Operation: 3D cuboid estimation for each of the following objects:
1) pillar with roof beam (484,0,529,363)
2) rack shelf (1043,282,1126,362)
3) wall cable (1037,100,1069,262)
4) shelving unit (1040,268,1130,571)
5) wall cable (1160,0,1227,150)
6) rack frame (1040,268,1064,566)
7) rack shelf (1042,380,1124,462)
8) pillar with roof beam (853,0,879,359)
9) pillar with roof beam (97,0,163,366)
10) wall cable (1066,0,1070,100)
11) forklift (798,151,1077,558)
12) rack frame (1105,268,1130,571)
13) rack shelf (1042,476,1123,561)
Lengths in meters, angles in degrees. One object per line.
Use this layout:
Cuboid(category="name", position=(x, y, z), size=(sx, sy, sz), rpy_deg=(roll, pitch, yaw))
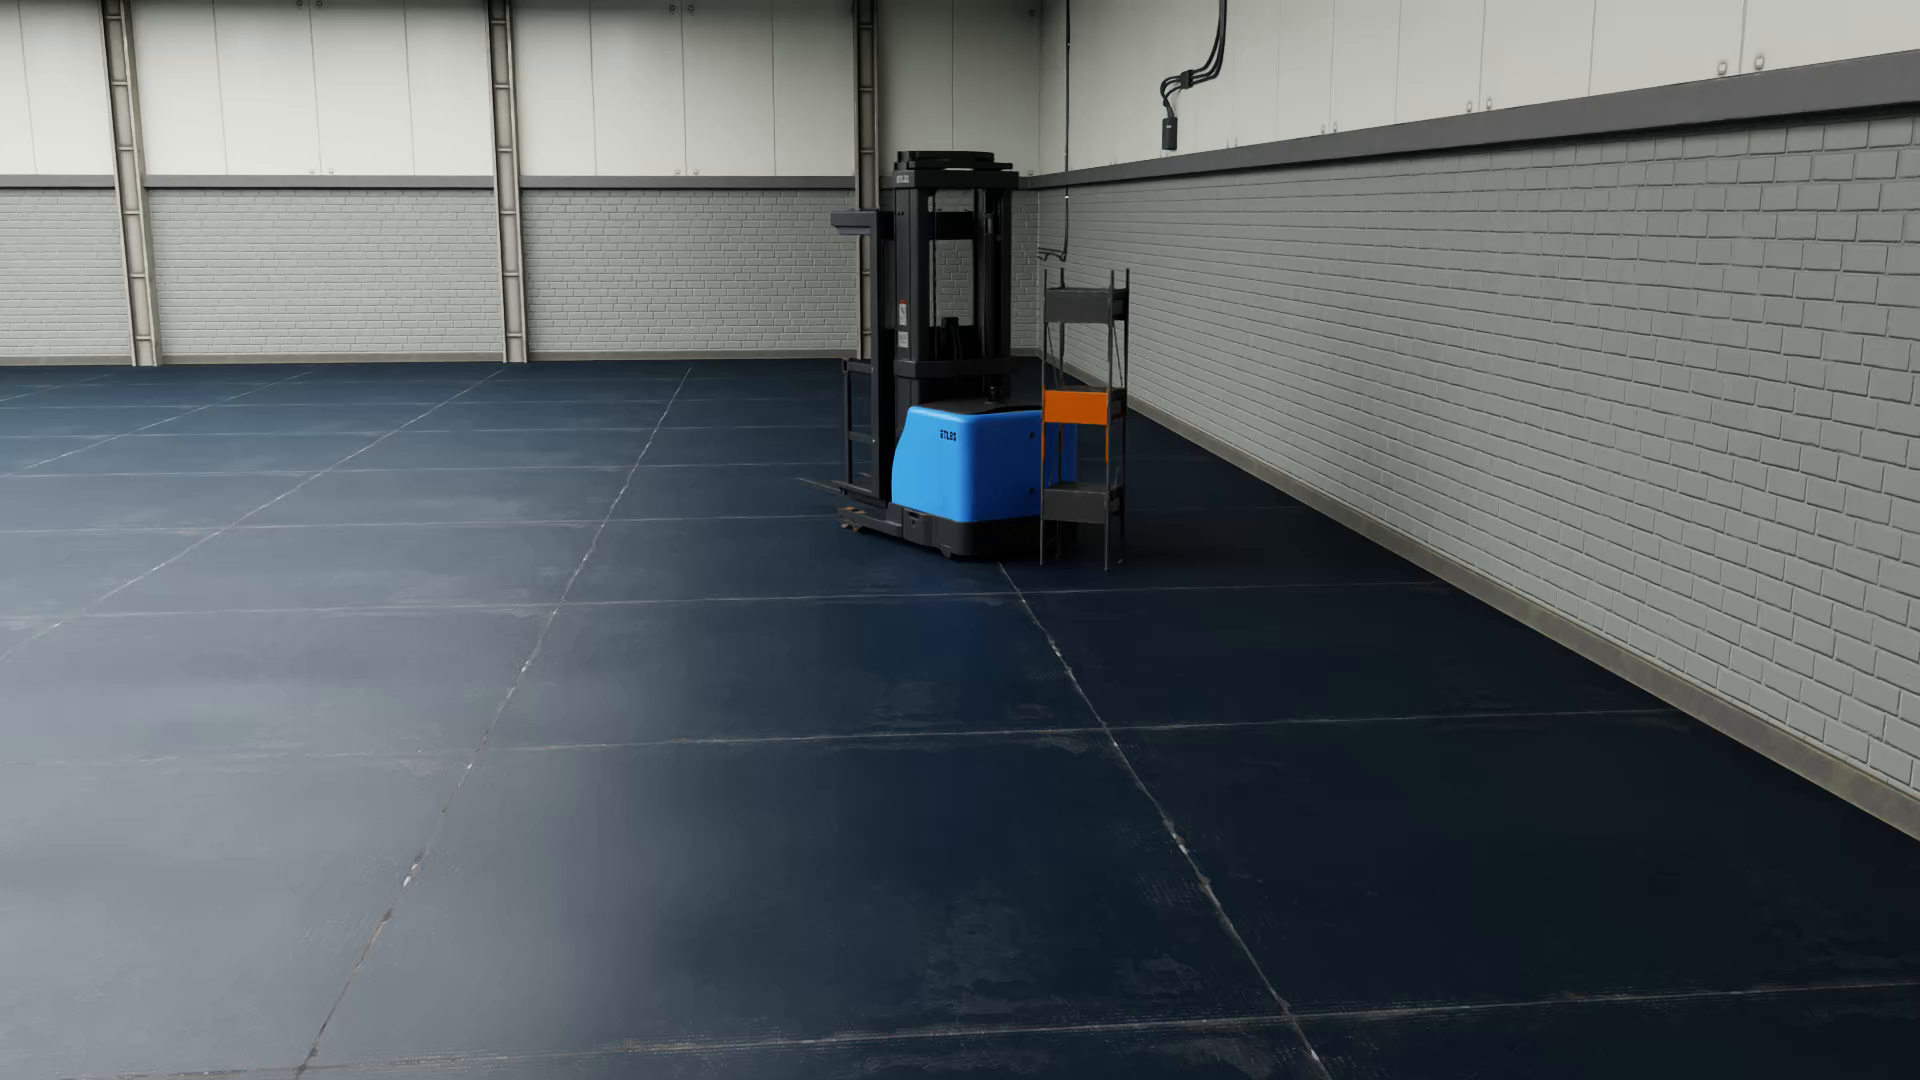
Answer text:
Cuboid(category="pillar with roof beam", position=(-7.089, -6.628, 23.254), size=(0.400, 9.000, 9.100), rpy_deg=(-1, 11, -6))
Cuboid(category="rack shelf", position=(0.884, -1.536, 11.680), size=(0.480, 0.518, 0.431), rpy_deg=(5, 12, 22))
Cuboid(category="wall cable", position=(1.482, -5.863, 27.411), size=(0.112, 2.526, 3.097), rpy_deg=(-1, 11, -6))
Cuboid(category="shelving unit", position=(0.884, -0.862, 11.812), size=(0.503, 2.100, 0.431), rpy_deg=(5, 12, 22))
Cuboid(category="wall cable", position=(2.492, -7.234, 17.521), size=(0.169, 6.003, 2.305), rpy_deg=(-1, 11, -6))
Cuboid(category="rack frame", position=(0.659, -0.881, 11.905), size=(0.015, 2.100, 0.400), rpy_deg=(5, 12, 22))
Cuboid(category="rack shelf", position=(0.884, -0.849, 11.815), size=(0.480, 0.518, 0.431), rpy_deg=(5, 12, 22))
Cuboid(category="pillar with roof beam", position=(-1.124, -6.753, 23.890), size=(0.400, 9.000, 9.100), rpy_deg=(-1, 11, -6))
Cuboid(category="pillar with roof beam", position=(-13.054, -6.503, 22.619), size=(0.400, 9.000, 9.100), rpy_deg=(-1, 11, -6))
Cuboid(category="wall cable", position=(1.774, -7.822, 24.285), size=(0.112, 2.526, 3.097), rpy_deg=(-1, 11, -6))
Cuboid(category="forklift", position=(-0.330, -1.549, 13.148), size=(1.130, 2.935, 3.031), rpy_deg=(-7, 13, -31))
Cuboid(category="rack frame", position=(1.109, -0.844, 11.719), size=(0.015, 2.100, 0.400), rpy_deg=(5, 12, 22))
Cuboid(category="rack shelf", position=(0.884, -0.162, 11.950), size=(0.480, 0.518, 0.431), rpy_deg=(5, 12, 22))
